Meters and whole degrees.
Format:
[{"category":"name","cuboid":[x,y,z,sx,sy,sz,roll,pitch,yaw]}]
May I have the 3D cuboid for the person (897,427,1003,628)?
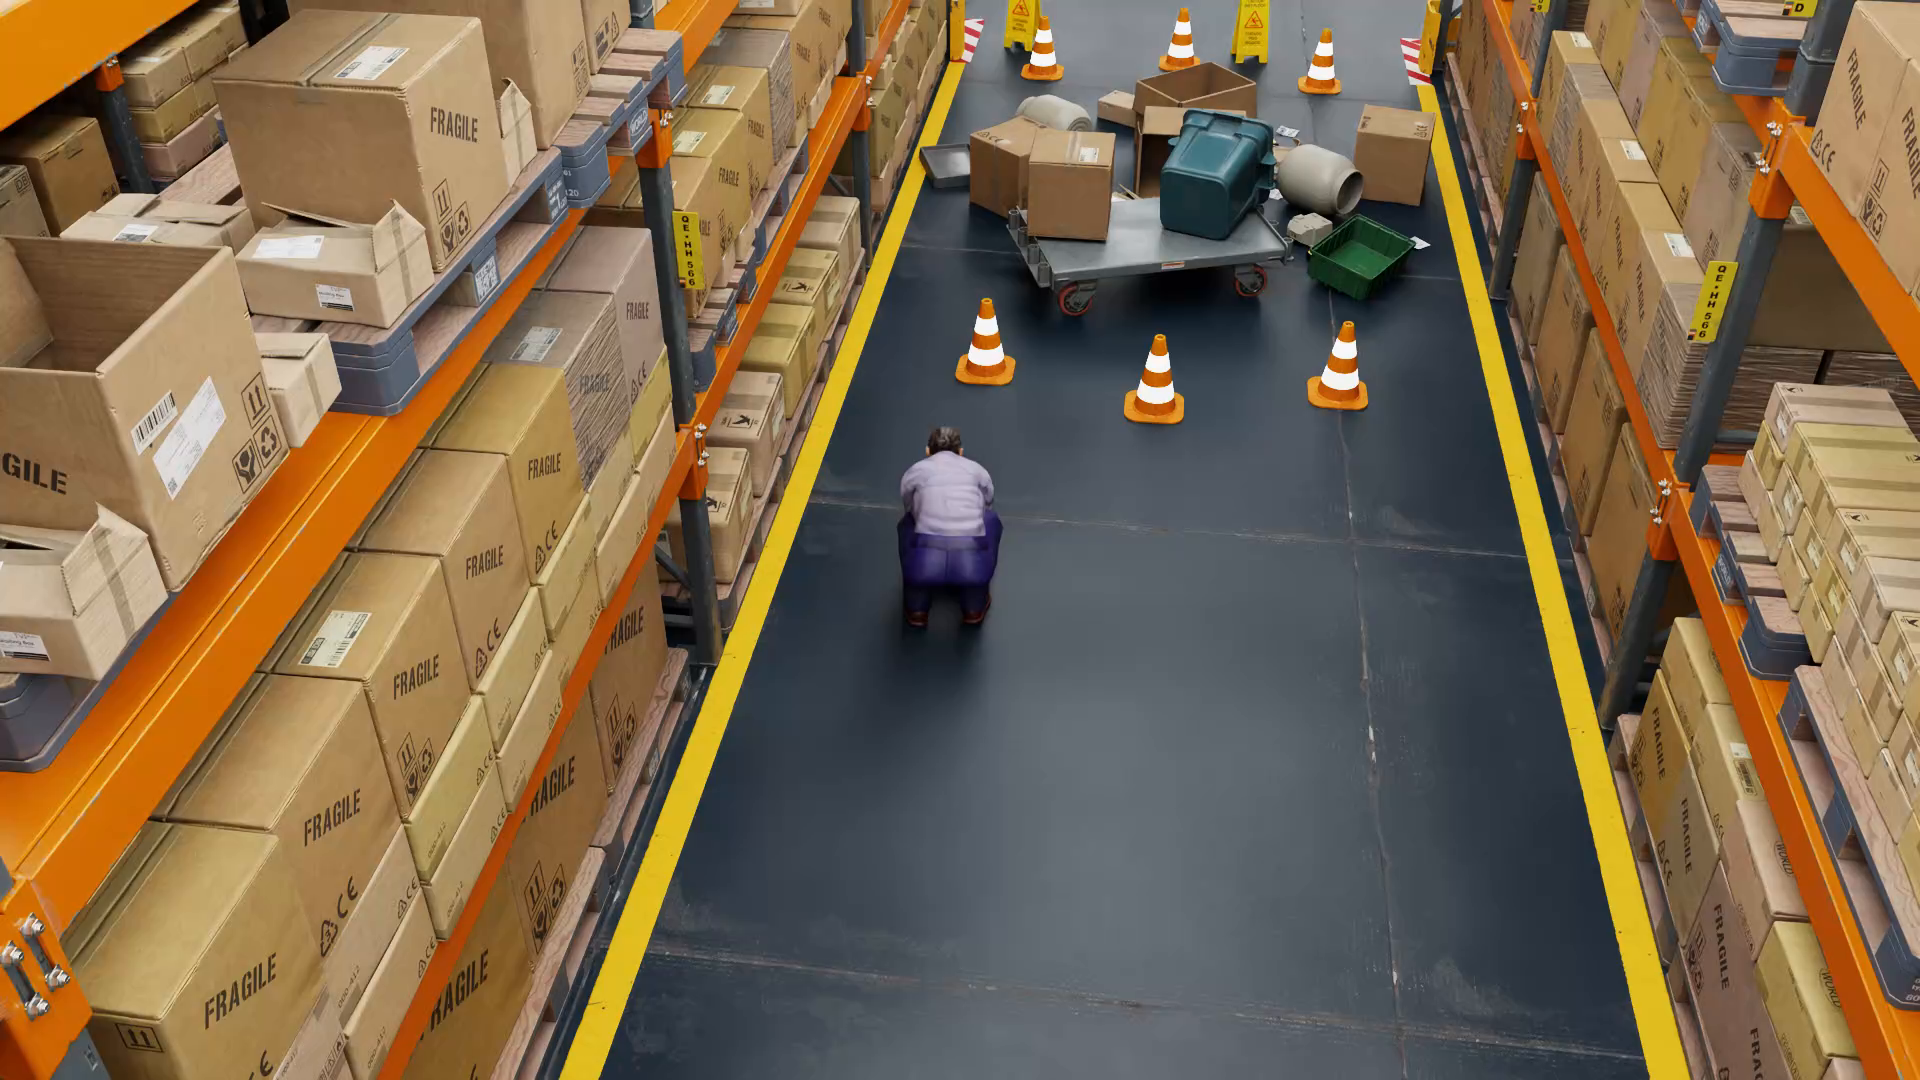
[{"category":"person","cuboid":[-0.055,-0.019,7.870,0.507,0.786,0.864,2,36,3]}]
